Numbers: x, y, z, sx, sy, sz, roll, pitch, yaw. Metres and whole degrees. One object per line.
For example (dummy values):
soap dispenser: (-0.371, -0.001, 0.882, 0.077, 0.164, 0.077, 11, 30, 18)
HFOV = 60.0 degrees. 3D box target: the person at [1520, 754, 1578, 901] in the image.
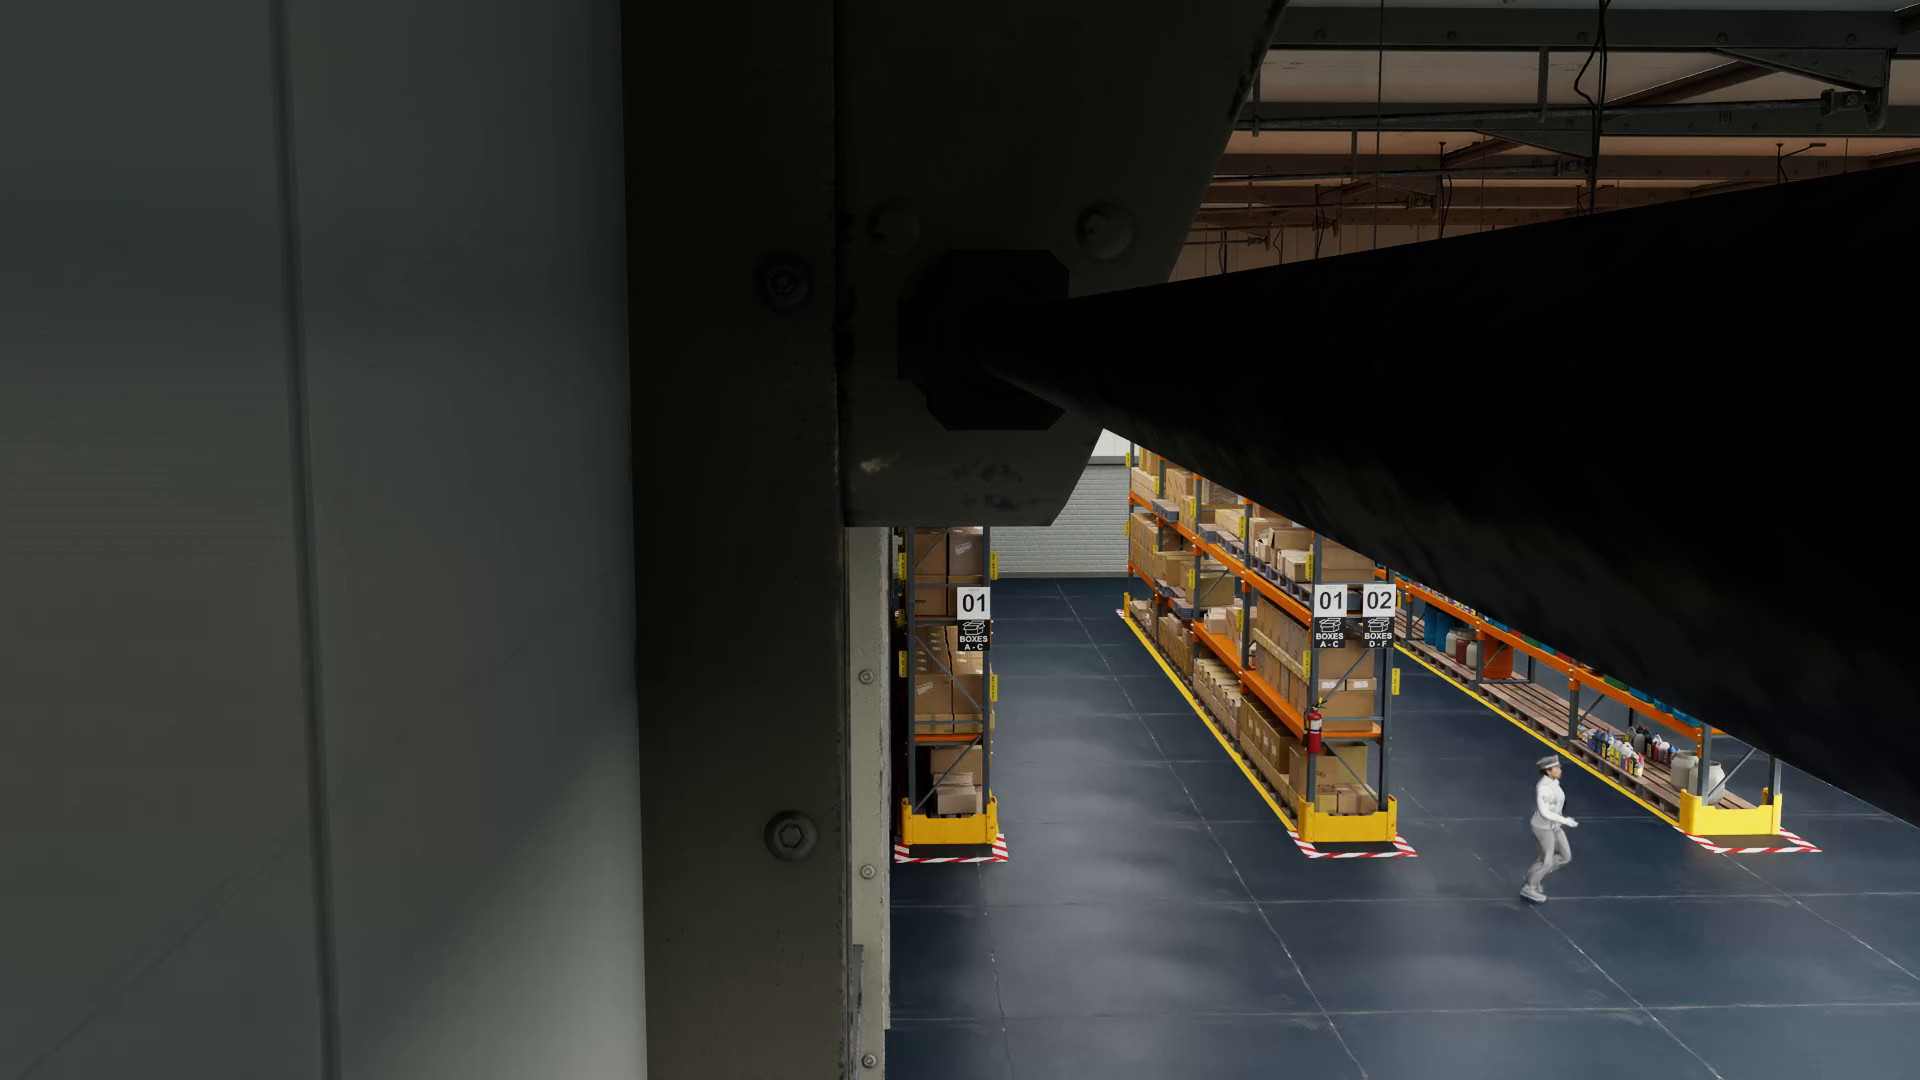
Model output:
person: (6.522, 3.163, 18.326, 0.586, 1.658, 0.651, 5, 9, 32)
